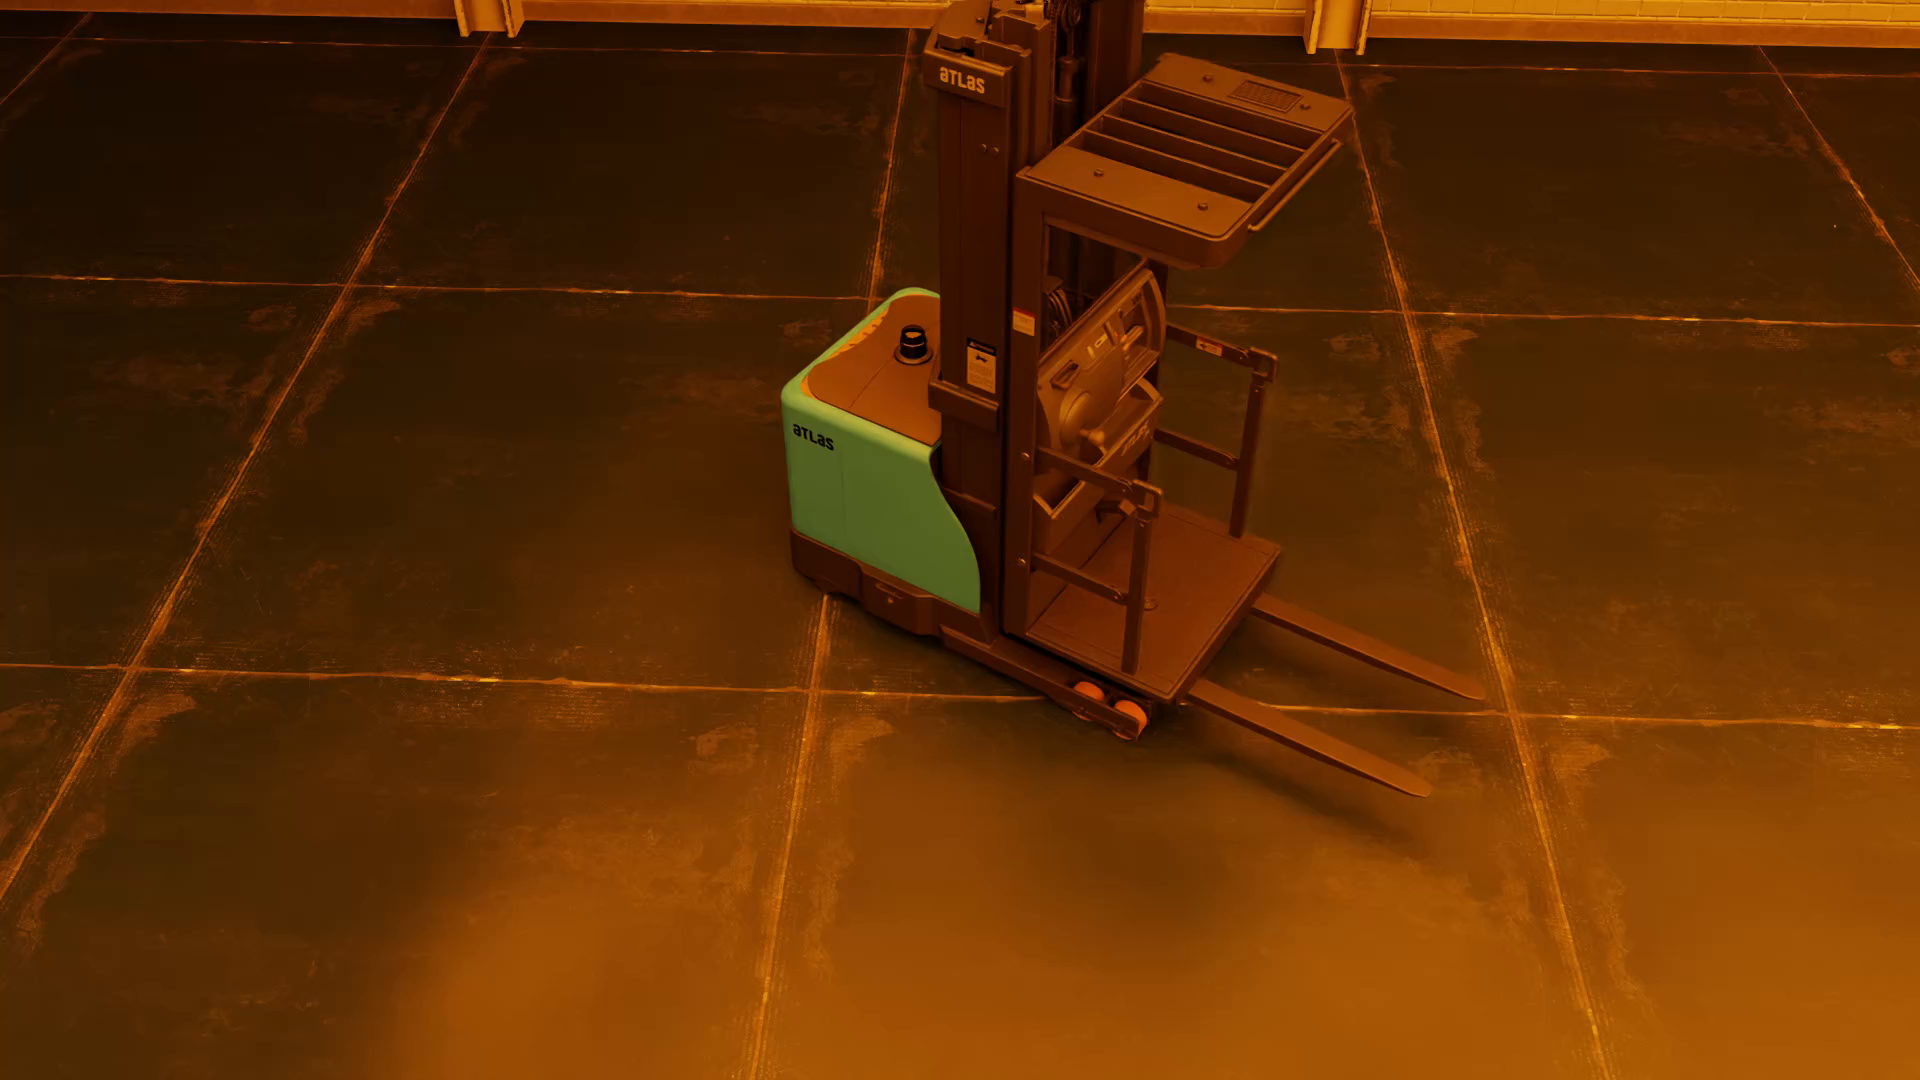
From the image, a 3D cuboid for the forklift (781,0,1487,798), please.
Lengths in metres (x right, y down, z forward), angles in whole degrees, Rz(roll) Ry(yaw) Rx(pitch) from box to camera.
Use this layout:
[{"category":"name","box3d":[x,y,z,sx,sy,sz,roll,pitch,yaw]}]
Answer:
[{"category":"forklift","box3d":[0.737,-0.657,6.462,3.031,2.935,1.130,24,47,24]}]
